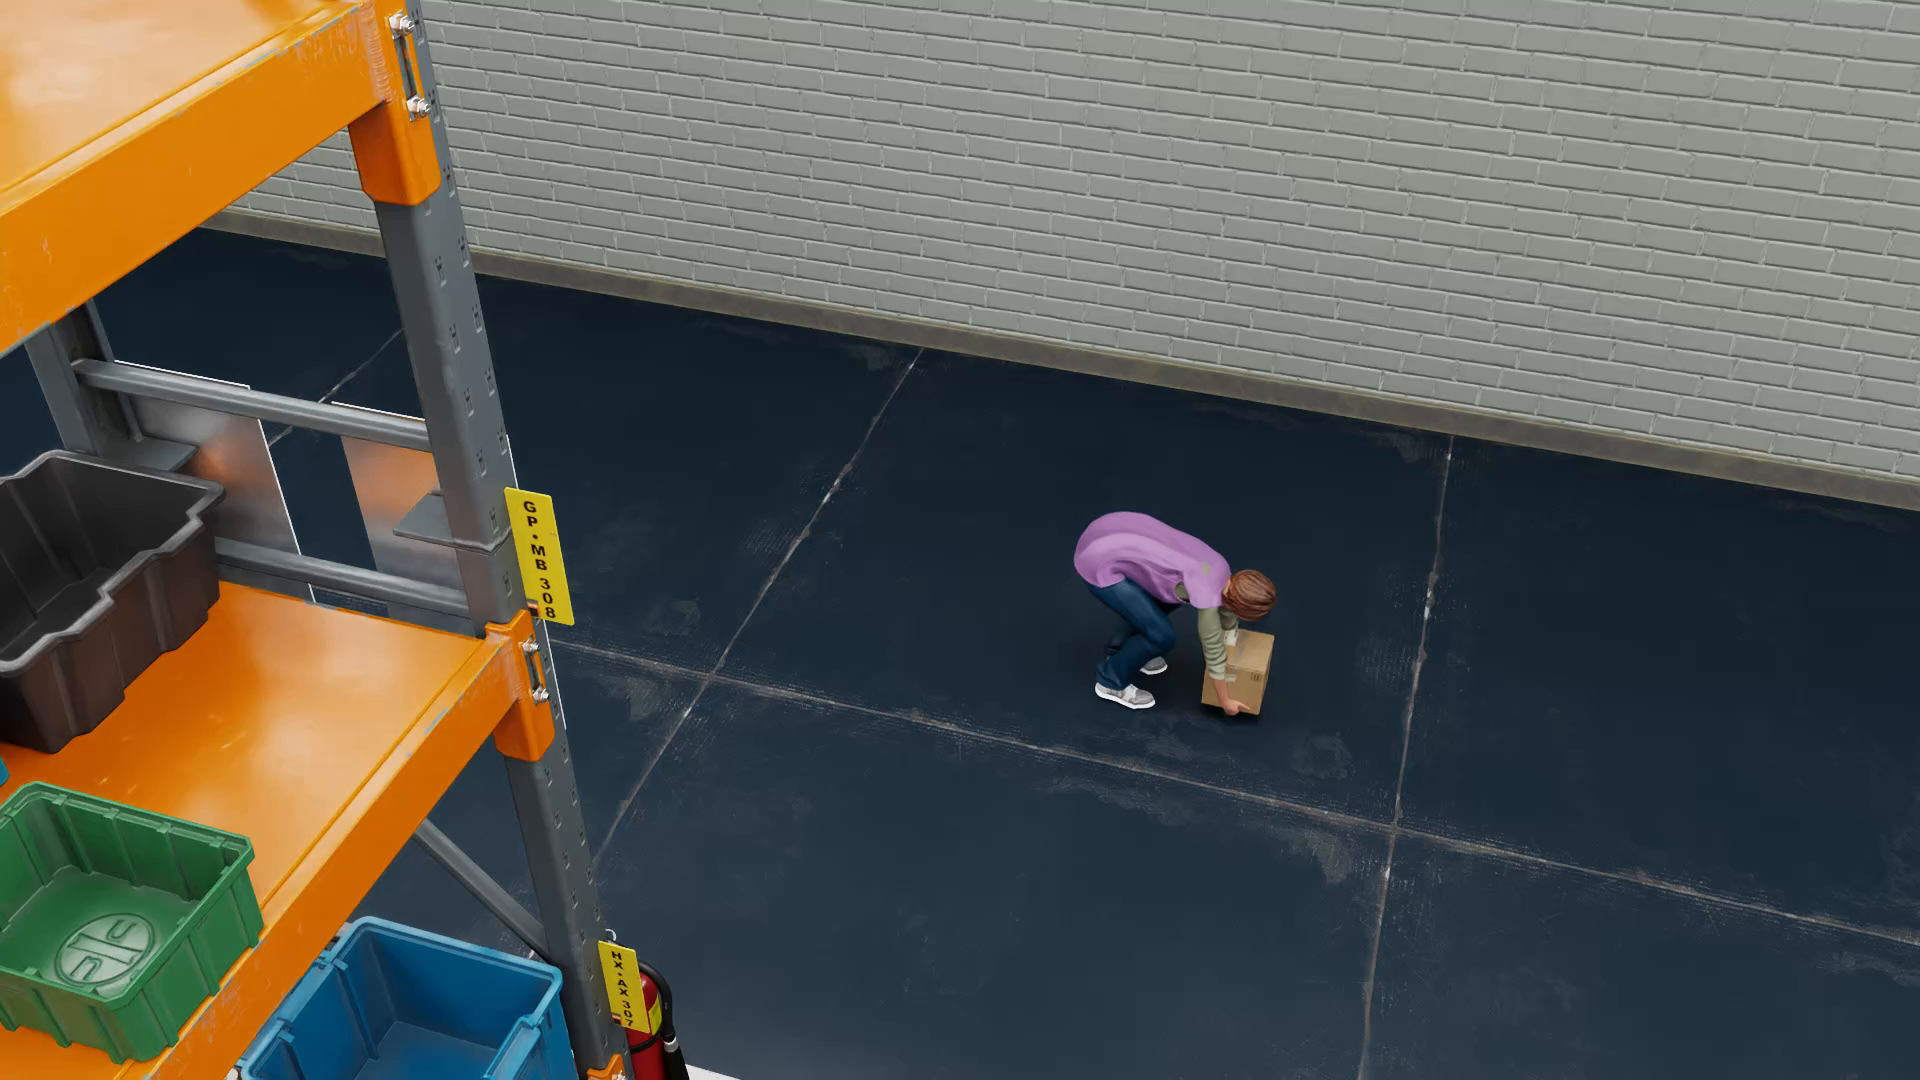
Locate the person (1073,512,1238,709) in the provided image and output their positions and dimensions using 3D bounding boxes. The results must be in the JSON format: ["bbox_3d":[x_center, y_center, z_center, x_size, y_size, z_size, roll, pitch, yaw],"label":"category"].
[{"bbox_3d":[0.833,0.297,7.093,0.715,0.886,0.424,9,38,12],"label":"person"}]
